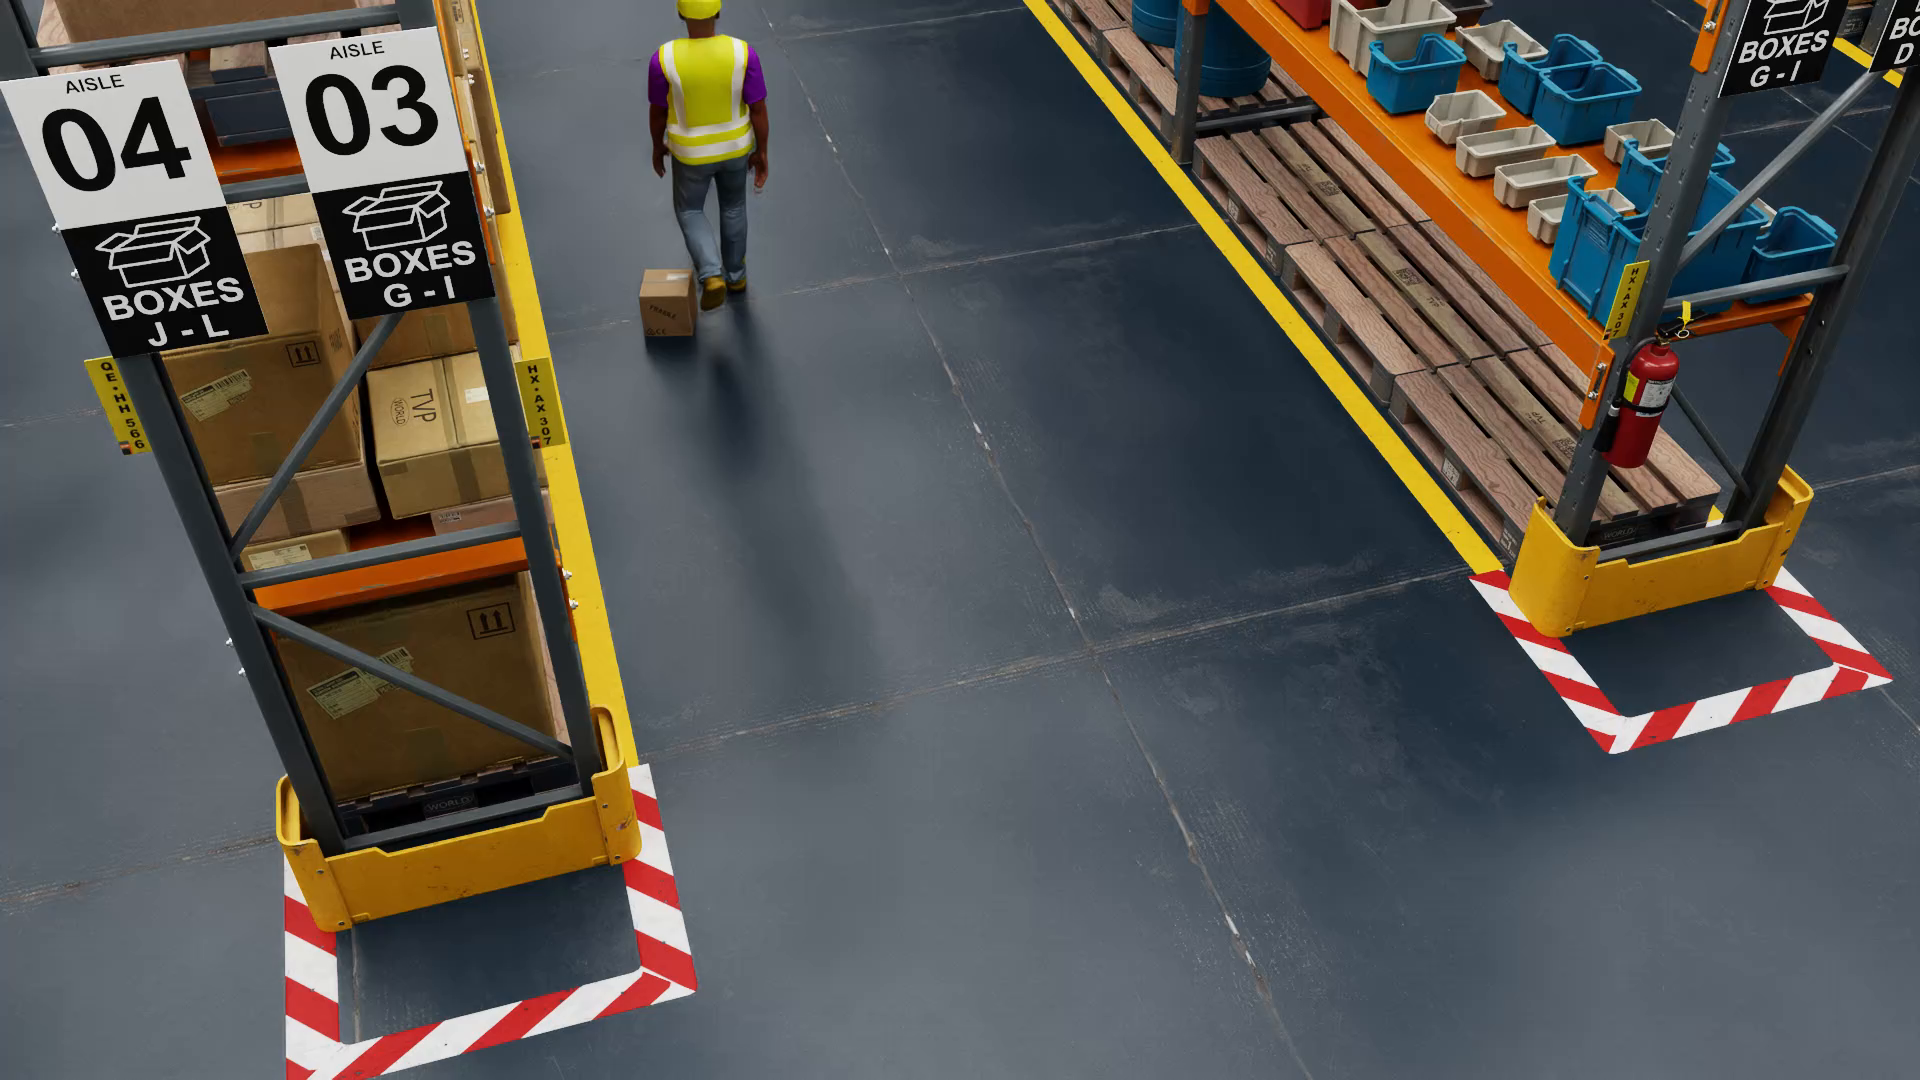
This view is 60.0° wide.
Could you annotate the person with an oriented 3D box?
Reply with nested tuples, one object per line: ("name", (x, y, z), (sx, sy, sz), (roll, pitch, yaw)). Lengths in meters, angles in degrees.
("person", (-1.236, -1.938, 8.265), (0.579, 1.749, 0.706), (-11, 43, -12))
